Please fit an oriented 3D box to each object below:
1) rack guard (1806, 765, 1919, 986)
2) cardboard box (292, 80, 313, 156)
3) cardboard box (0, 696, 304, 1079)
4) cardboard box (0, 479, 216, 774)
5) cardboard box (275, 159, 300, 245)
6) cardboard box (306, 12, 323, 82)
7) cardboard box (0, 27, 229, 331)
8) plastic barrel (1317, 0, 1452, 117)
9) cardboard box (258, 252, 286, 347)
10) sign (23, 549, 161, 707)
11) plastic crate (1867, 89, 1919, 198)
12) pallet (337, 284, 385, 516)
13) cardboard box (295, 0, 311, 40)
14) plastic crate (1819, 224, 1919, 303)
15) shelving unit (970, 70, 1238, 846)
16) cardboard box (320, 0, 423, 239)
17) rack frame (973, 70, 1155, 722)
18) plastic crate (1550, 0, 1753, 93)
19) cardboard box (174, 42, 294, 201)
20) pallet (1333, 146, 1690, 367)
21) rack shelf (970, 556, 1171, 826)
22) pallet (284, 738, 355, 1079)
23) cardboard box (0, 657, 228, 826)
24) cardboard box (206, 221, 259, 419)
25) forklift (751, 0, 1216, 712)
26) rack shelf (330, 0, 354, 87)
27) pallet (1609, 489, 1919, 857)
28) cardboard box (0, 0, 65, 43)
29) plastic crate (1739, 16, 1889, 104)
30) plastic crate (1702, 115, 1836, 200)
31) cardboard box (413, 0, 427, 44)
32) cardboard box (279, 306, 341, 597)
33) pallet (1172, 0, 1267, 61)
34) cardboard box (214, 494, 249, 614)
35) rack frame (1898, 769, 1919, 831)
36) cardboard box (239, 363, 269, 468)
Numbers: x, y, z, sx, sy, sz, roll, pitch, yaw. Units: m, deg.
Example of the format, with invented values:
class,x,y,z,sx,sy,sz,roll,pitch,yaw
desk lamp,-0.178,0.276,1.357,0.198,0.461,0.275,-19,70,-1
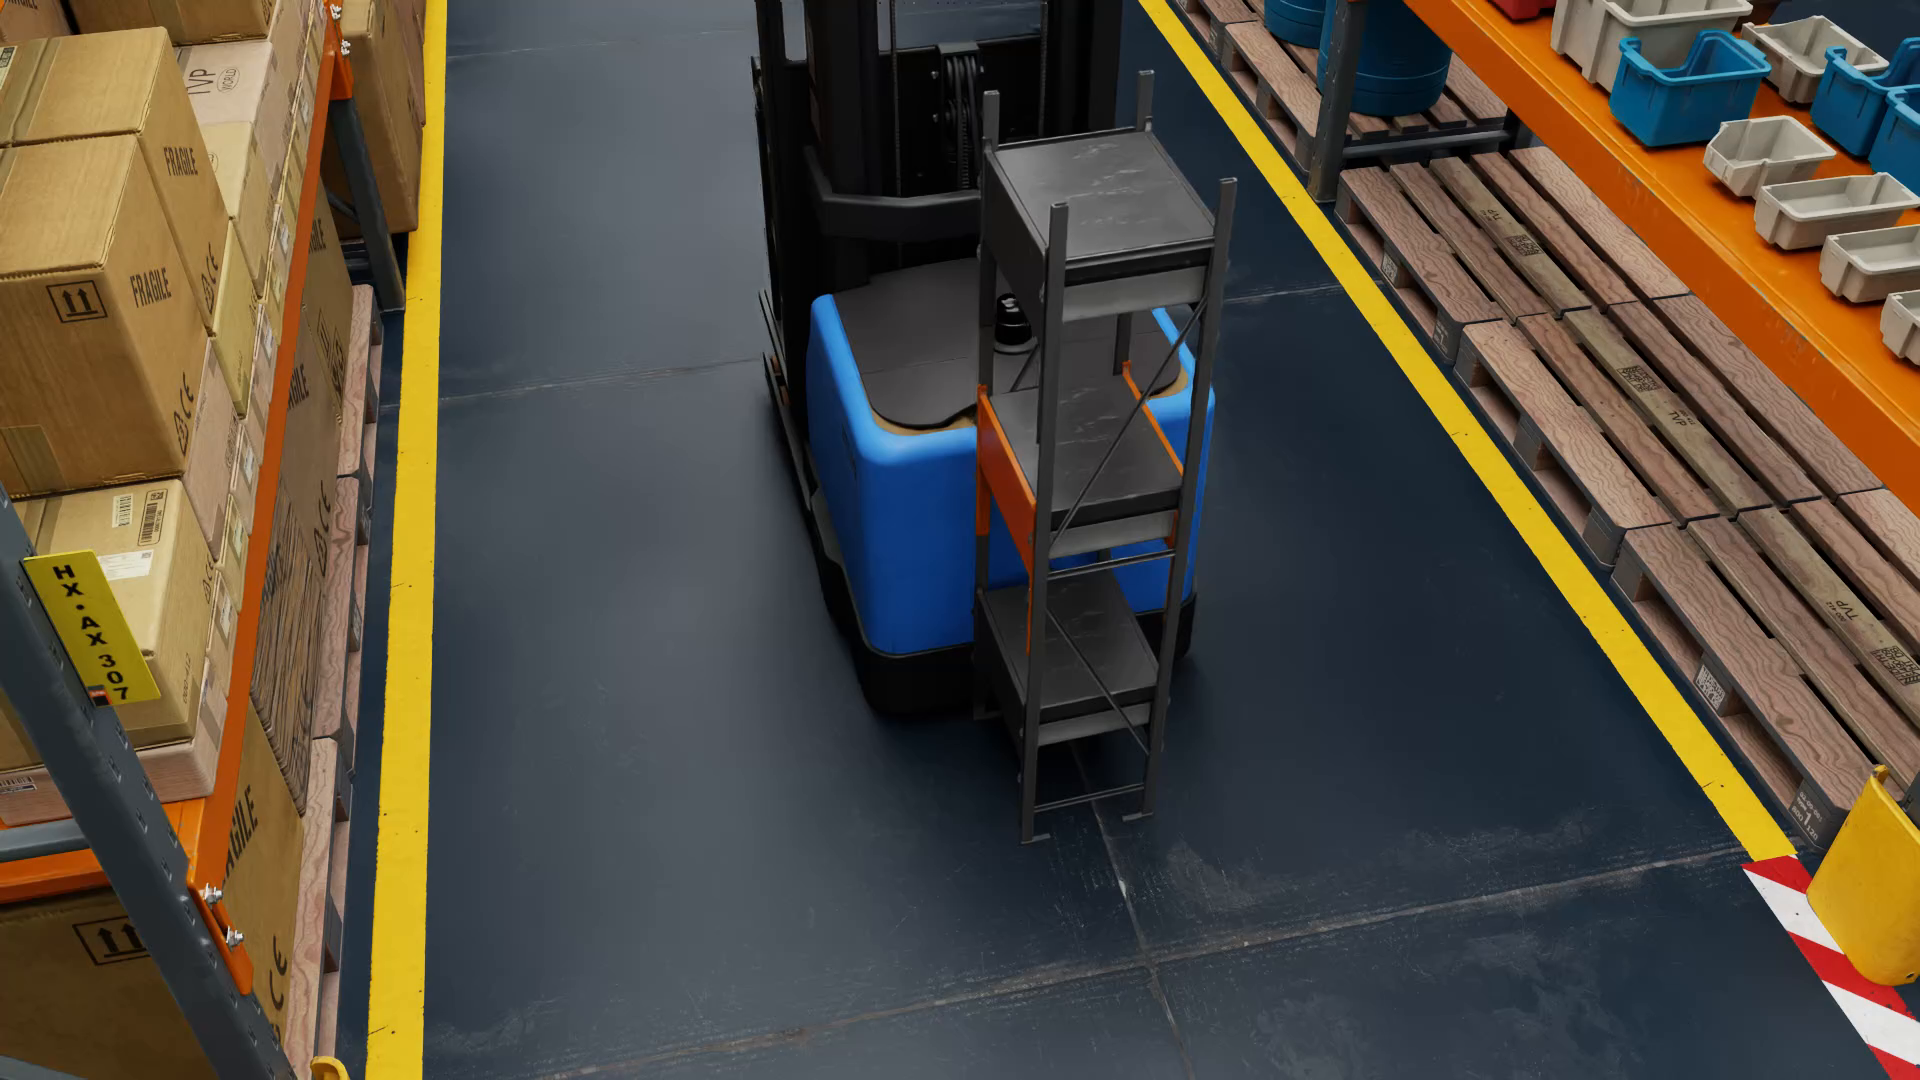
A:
class,x,y,z,sx,sy,sz,roll,pitch,yaw
rack guard,2.949,0.811,4.459,1.175,0.500,0.348,-8,42,-9
cardboard box,-2.216,-1.276,5.117,0.380,0.149,0.250,-8,42,-8
cardboard box,-2.121,0.807,3.866,0.875,0.875,0.875,-8,42,-9
cardboard box,-1.745,0.168,3.191,0.500,0.250,0.500,-9,42,-10
cardboard box,-2.105,-0.943,4.742,0.380,0.149,0.250,-9,42,-10
cardboard box,-2.327,-1.608,5.492,0.380,0.149,0.250,-8,42,-8
cardboard box,-1.971,-0.772,3.684,0.500,0.500,0.500,-9,42,-10
plastic barrel,1.967,-2.457,7.523,0.600,0.901,0.708,-8,42,-9
cardboard box,-1.993,-0.608,4.364,0.380,0.149,0.250,-9,42,-10
sign,-1.362,0.144,2.617,0.100,0.325,0.005,-8,42,-9
plastic crate,2.915,-1.158,4.876,0.416,0.233,0.300,-8,42,-9
pallet,-2.681,-0.473,6.124,1.003,0.211,1.213,-8,42,-9
cardboard box,-2.417,-1.827,5.437,0.500,0.250,0.500,-9,42,-10
plastic crate,2.530,-0.754,4.493,0.396,0.136,0.243,-8,42,-9
shelving unit,0.306,-0.096,4.268,0.431,2.100,0.503,-10,44,-12
cardboard box,-2.926,-1.795,6.796,1.225,0.875,0.875,-8,42,-9
rack frame,0.240,-0.255,4.441,0.400,2.100,0.015,-10,44,-12
plastic crate,2.218,-1.692,5.441,0.437,0.282,0.530,-8,42,-9
cardboard box,-2.192,-1.161,4.687,0.500,0.250,0.500,-8,42,-8
pallet,2.265,-1.216,6.961,1.003,0.211,1.213,-8,42,-9
rack shelf,0.302,0.429,4.752,0.431,0.518,0.480,-10,44,-12
pallet,-2.154,1.108,4.342,1.003,0.211,1.213,-8,42,-9
cardboard box,-1.659,0.389,3.241,0.380,0.149,0.250,-8,42,-9
cardboard box,-1.968,-0.495,3.937,0.500,0.250,0.500,-10,43,-11
forklift,-0.122,-1.562,5.302,1.130,2.935,3.031,-9,42,-10
rack shelf,-3.200,-3.048,7.466,1.077,0.370,4.000,-8,42,-9
pallet,2.791,0.366,5.179,1.003,0.211,1.213,-8,42,-9
cardboard box,-2.699,-1.352,4.337,0.500,0.500,0.500,-10,42,-11
plastic crate,2.737,-1.568,5.410,0.293,0.136,0.466,-8,42,-9
plastic crate,2.364,-1.120,4.905,0.298,0.136,0.250,-8,42,-9
cardboard box,-3.318,-2.946,8.094,1.225,0.875,0.875,-8,42,-9
cardboard box,-2.510,-0.360,5.180,0.875,0.875,0.875,-8,42,-9
pallet,1.675,-2.986,8.954,1.003,0.211,1.213,-8,42,-9
cardboard box,-1.772,0.057,3.615,0.380,0.149,0.250,-9,42,-10
rack frame,2.931,-0.137,3.645,1.000,3.000,0.127,-8,42,-9
cardboard box,-1.883,-0.277,3.991,0.380,0.149,0.250,-9,42,-10
